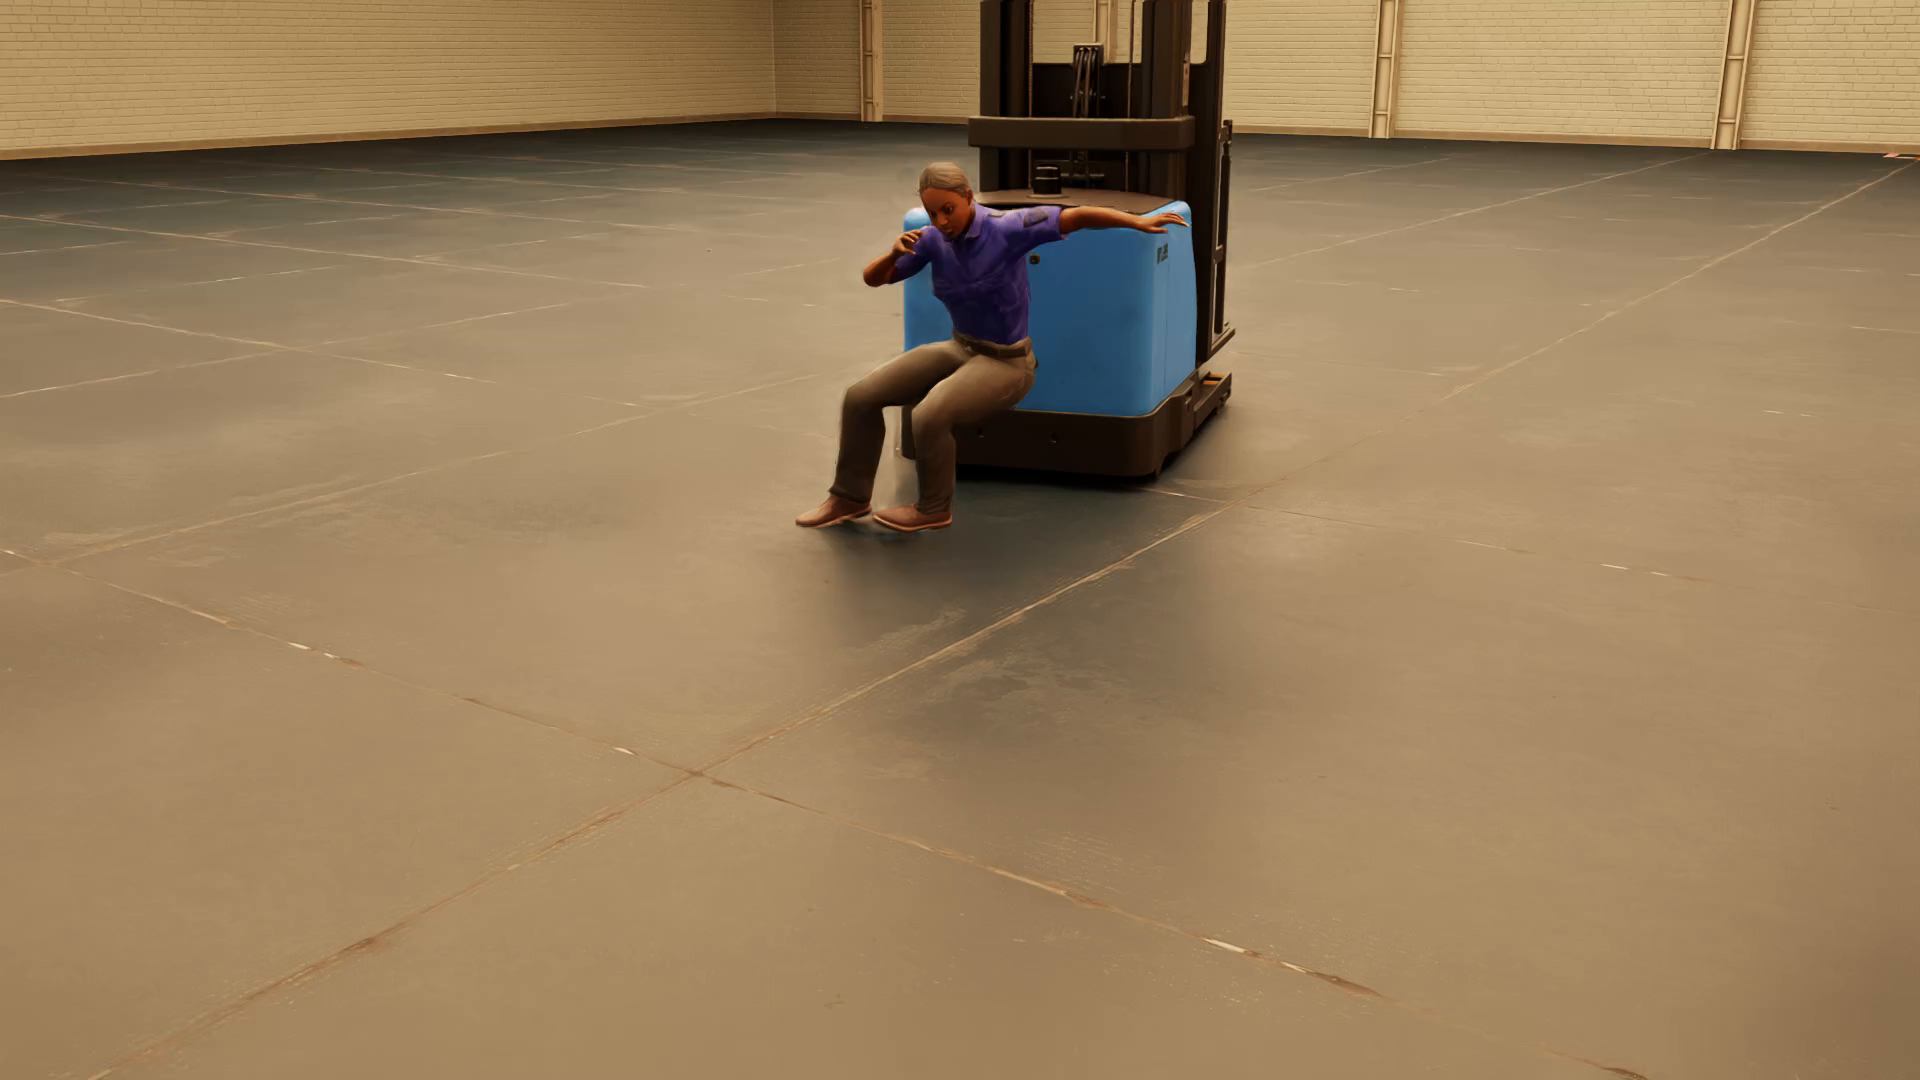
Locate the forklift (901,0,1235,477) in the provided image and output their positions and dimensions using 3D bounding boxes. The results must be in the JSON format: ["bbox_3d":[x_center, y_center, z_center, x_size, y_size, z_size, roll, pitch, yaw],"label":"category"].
[{"bbox_3d":[0.700,-2.033,7.632,1.130,2.935,3.031,5,17,17],"label":"forklift"}]

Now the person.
[{"bbox_3d":[0.060,-0.605,5.698,1.414,1.347,0.682,13,21,37],"label":"person"}]
